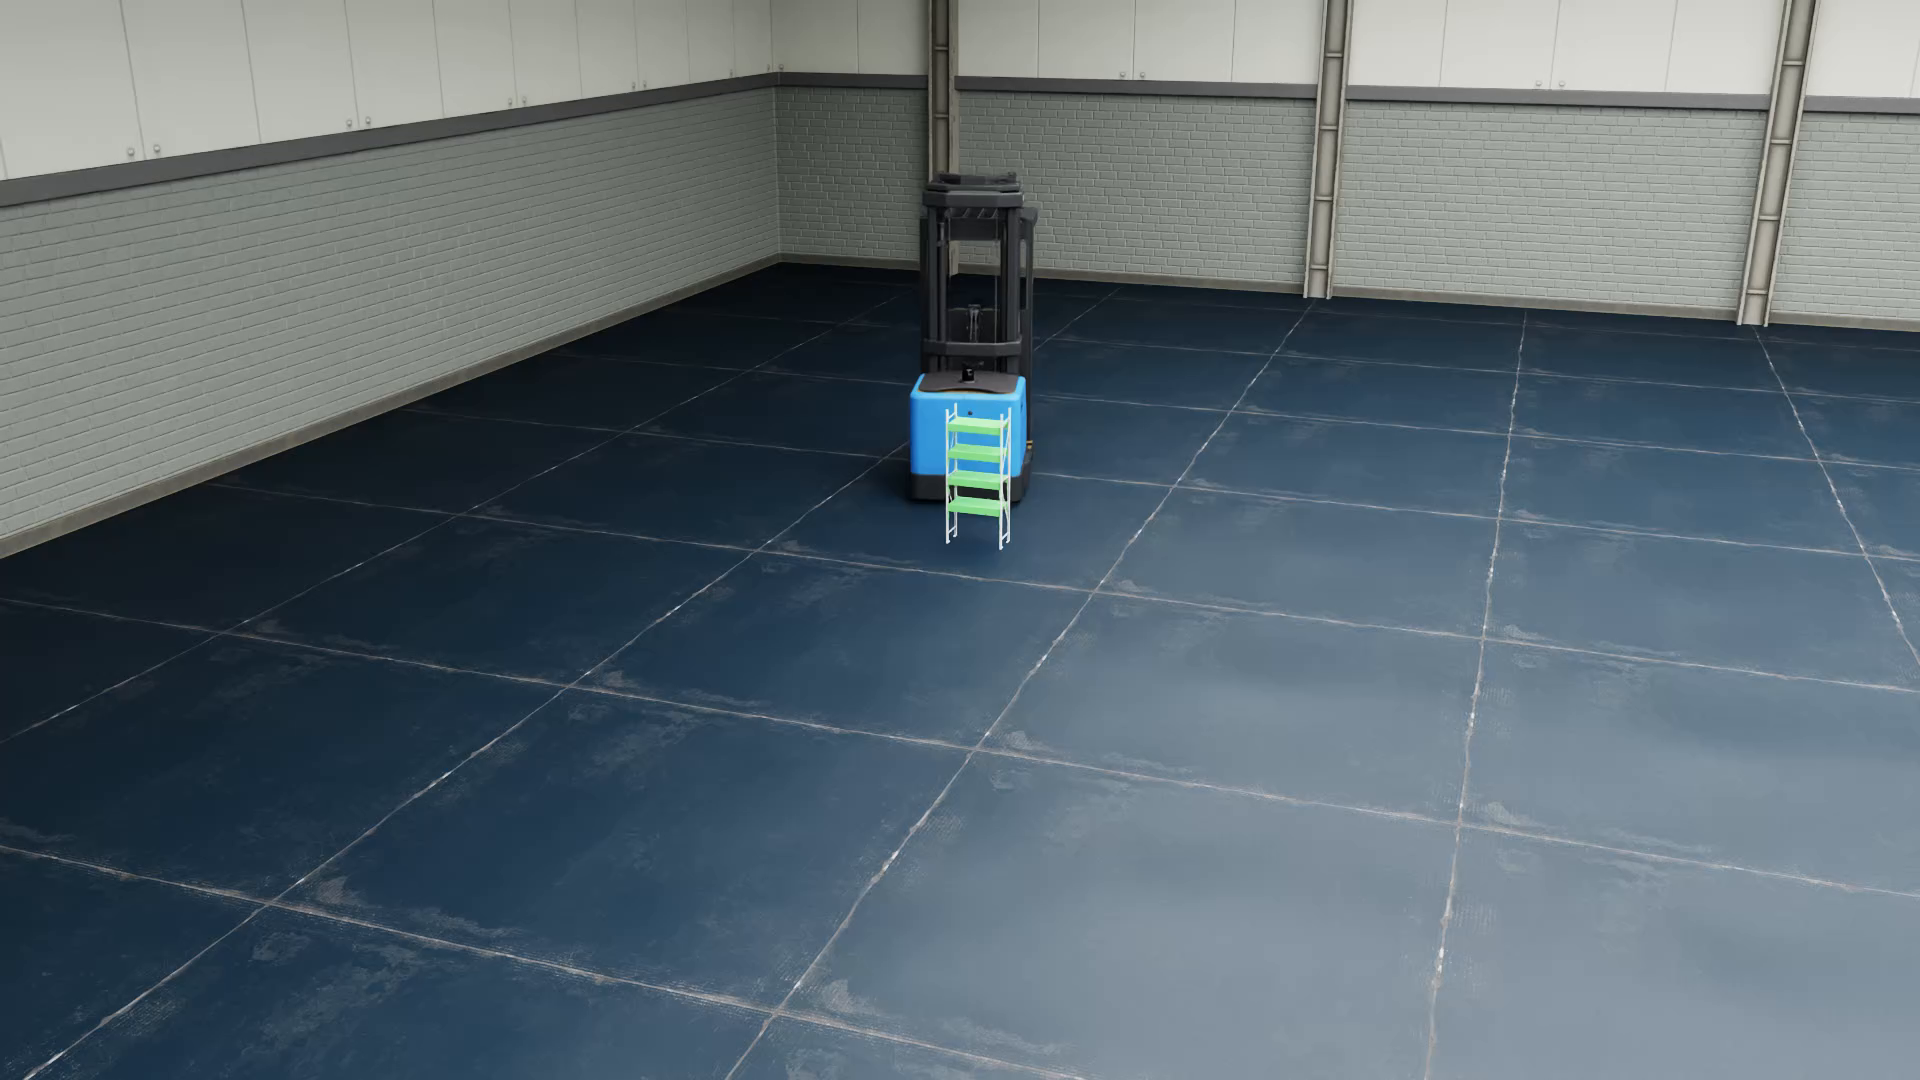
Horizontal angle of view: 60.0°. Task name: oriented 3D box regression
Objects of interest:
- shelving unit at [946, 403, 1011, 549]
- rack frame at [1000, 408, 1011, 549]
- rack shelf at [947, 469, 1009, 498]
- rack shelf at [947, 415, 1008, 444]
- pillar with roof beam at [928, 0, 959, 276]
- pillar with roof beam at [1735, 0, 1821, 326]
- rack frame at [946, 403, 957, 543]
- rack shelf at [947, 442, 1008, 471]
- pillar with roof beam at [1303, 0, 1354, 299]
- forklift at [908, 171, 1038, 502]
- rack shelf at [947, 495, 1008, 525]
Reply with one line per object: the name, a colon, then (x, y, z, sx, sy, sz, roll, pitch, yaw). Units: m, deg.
shelving unit: (0.156, -0.549, 14.327, 0.503, 1.200, 0.258, 7, 20, 18)
rack frame: (0.387, -0.522, 14.252, 0.015, 1.200, 0.240, 7, 20, 18)
rack shelf: (0.156, -0.488, 14.348, 0.480, 0.148, 0.258, 7, 20, 18)
rack shelf: (0.156, -0.942, 14.190, 0.480, 0.148, 0.258, 7, 20, 18)
pillar with roof beam: (-1.673, -7.240, 21.675, 0.400, 9.000, 9.100, 7, 20, 18)
pillar with roof beam: (9.663, -5.944, 17.956, 0.400, 9.000, 9.100, 7, 20, 18)
rack frame: (-0.074, -0.575, 14.403, 0.015, 1.200, 0.240, 7, 20, 18)
rack shelf: (0.156, -0.715, 14.269, 0.480, 0.148, 0.258, 7, 20, 18)
pillar with roof beam: (3.995, -6.592, 19.815, 0.400, 9.000, 9.100, 7, 20, 18)
forklift: (0.182, -2.176, 16.367, 1.130, 2.935, 3.031, 2, 19, 5)
rack shelf: (0.156, -0.262, 14.427, 0.480, 0.148, 0.258, 7, 20, 18)
